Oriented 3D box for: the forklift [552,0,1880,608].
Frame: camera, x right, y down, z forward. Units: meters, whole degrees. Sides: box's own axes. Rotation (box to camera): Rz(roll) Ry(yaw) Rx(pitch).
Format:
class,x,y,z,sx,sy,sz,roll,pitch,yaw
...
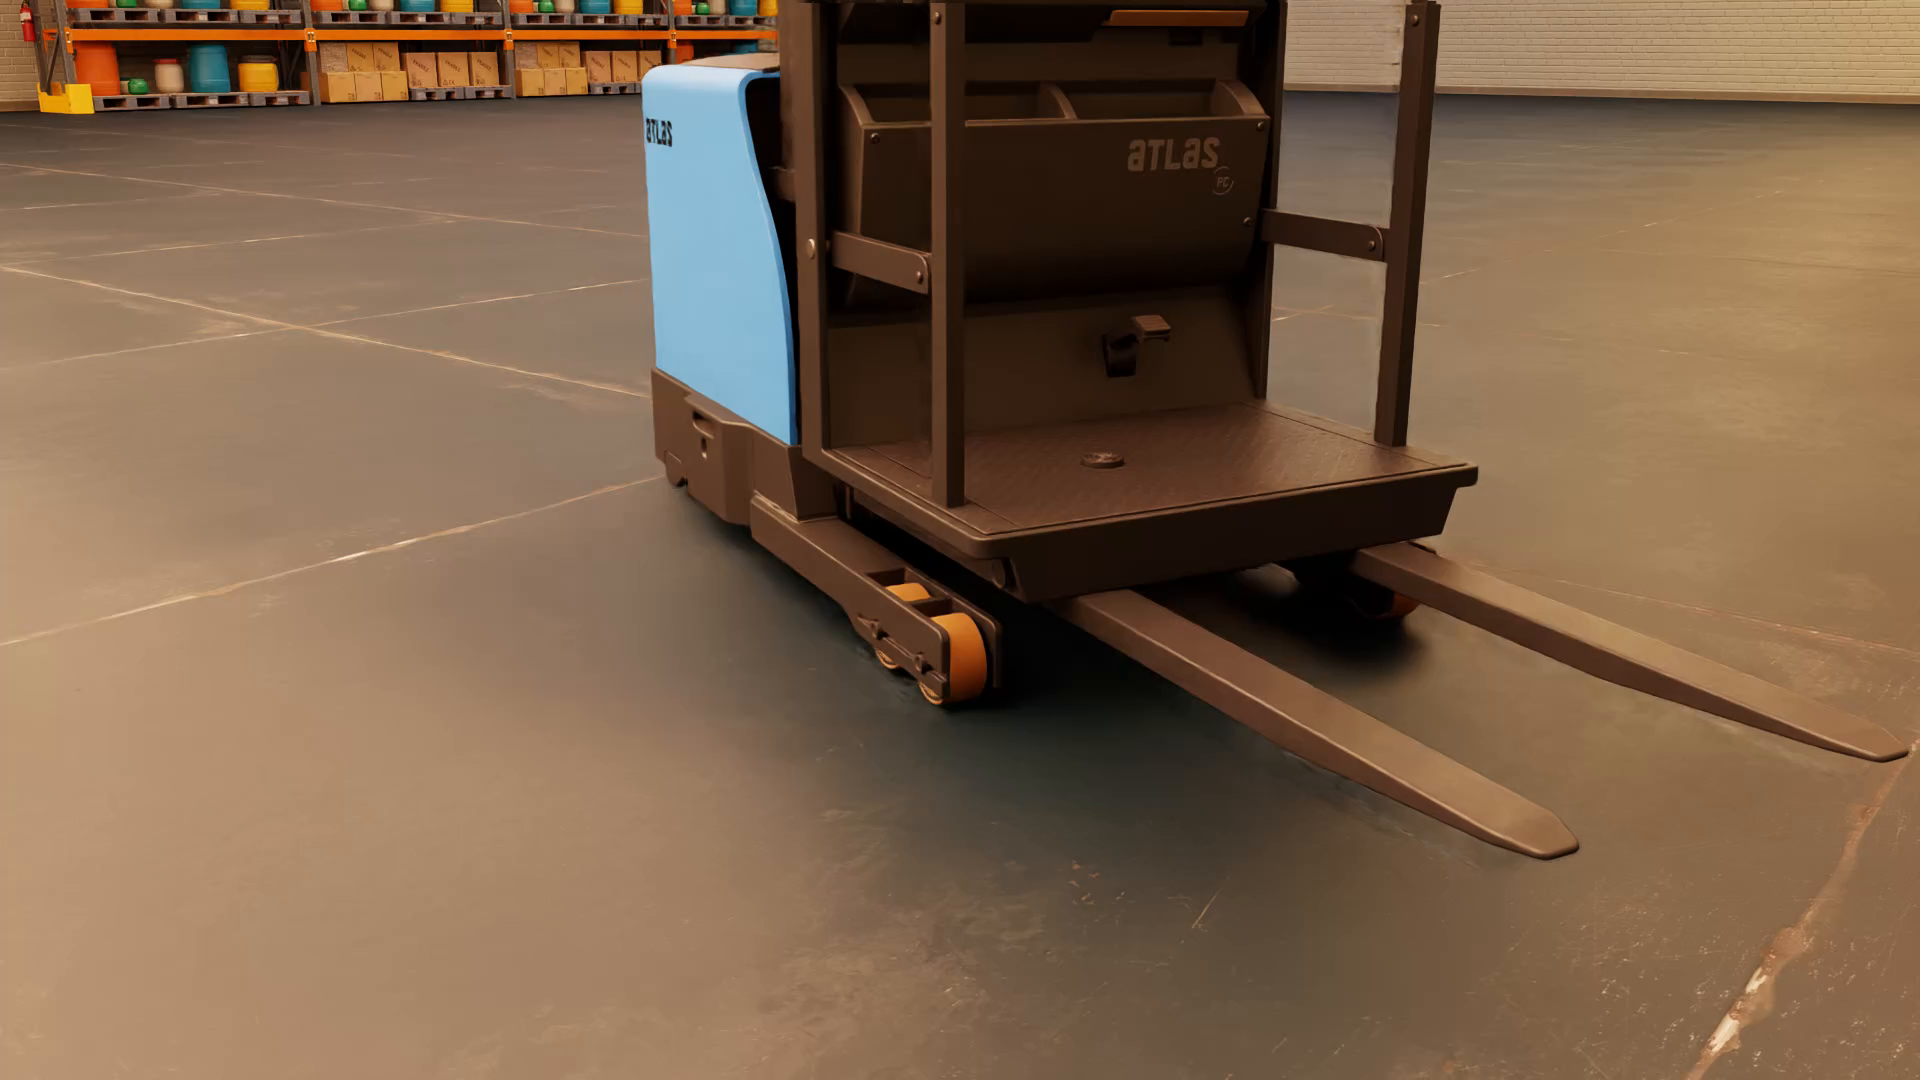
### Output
class,x,y,z,sx,sy,sz,roll,pitch,yaw
forklift,0.638,-1.447,3.662,3.031,2.935,1.130,-3,17,-9
